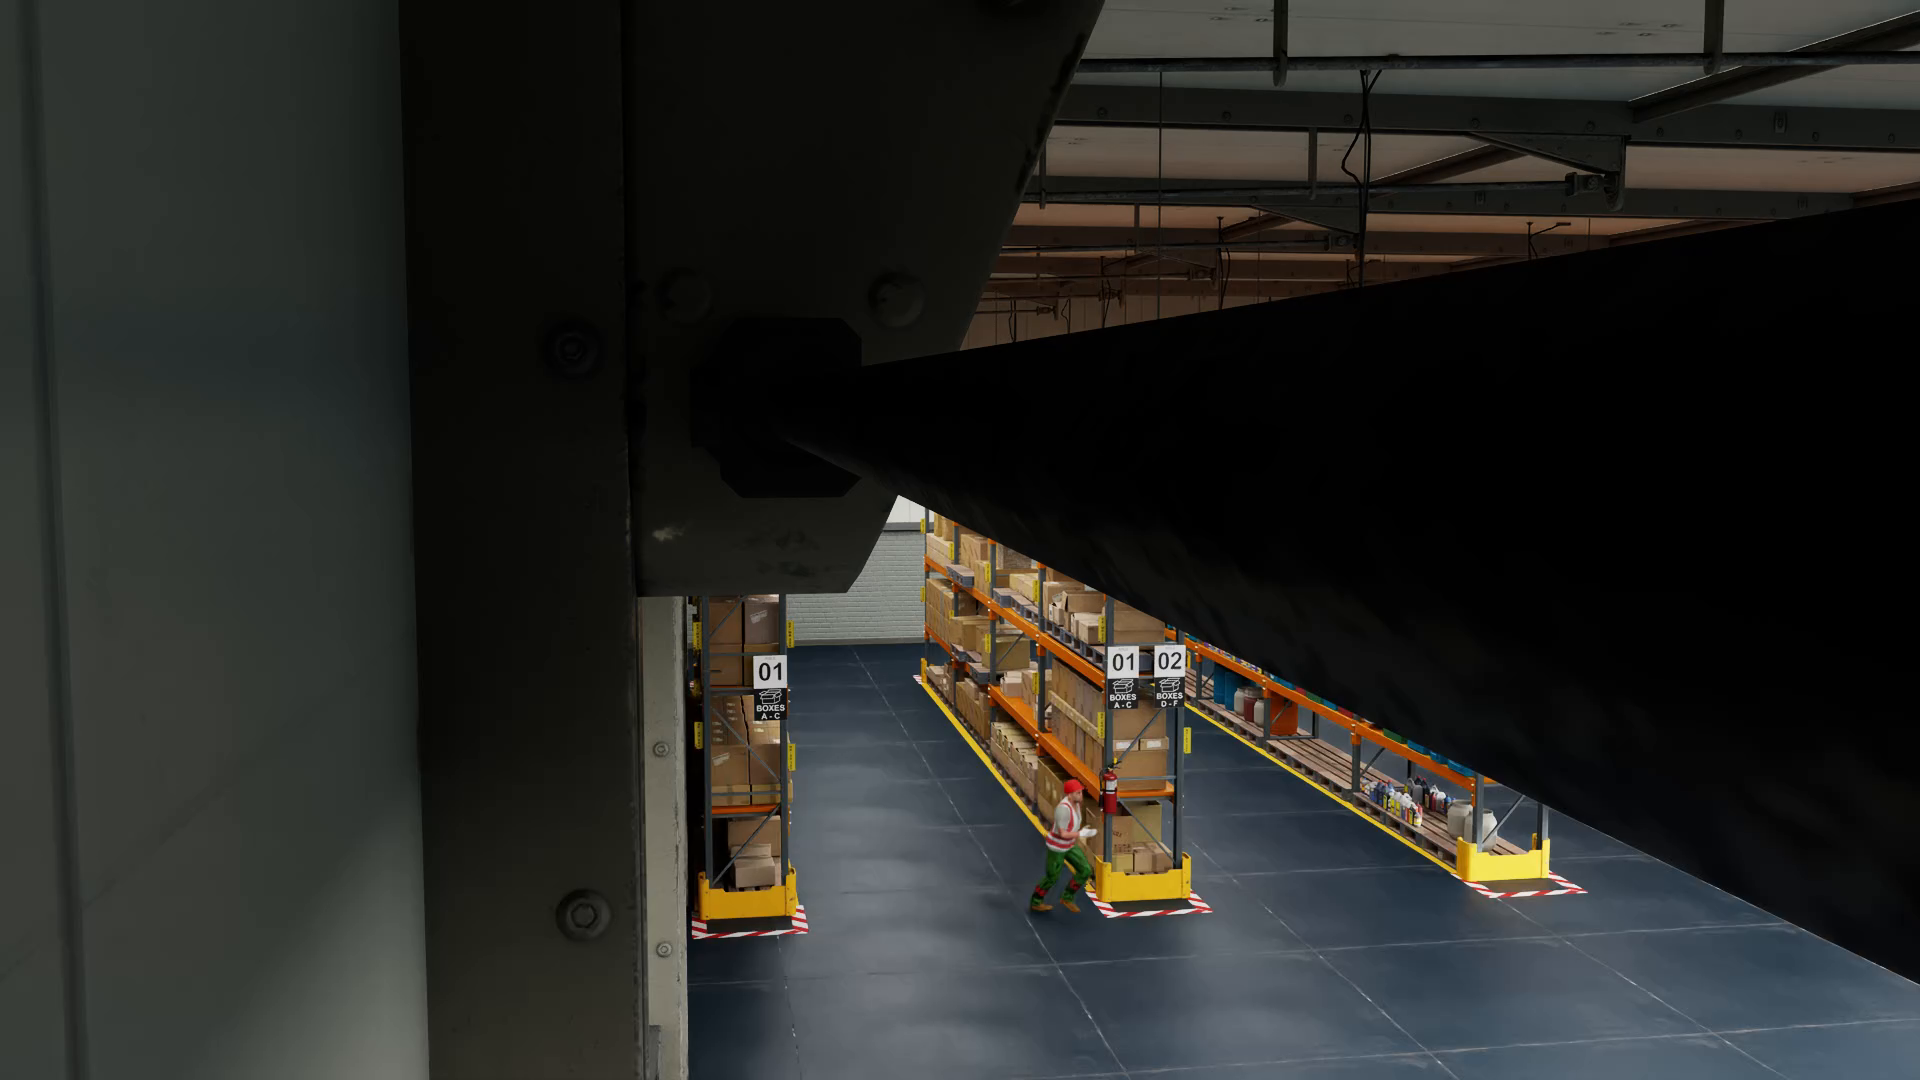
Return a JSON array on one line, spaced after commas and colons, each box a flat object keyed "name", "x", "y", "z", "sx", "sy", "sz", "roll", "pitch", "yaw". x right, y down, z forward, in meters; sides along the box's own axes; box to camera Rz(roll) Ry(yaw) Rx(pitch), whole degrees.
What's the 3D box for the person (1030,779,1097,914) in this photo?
[{"name": "person", "x": 1.259, "y": 3.699, "z": 20.055, "sx": 0.919, "sy": 1.699, "sz": 0.619, "roll": 3, "pitch": 6, "yaw": 33}]
